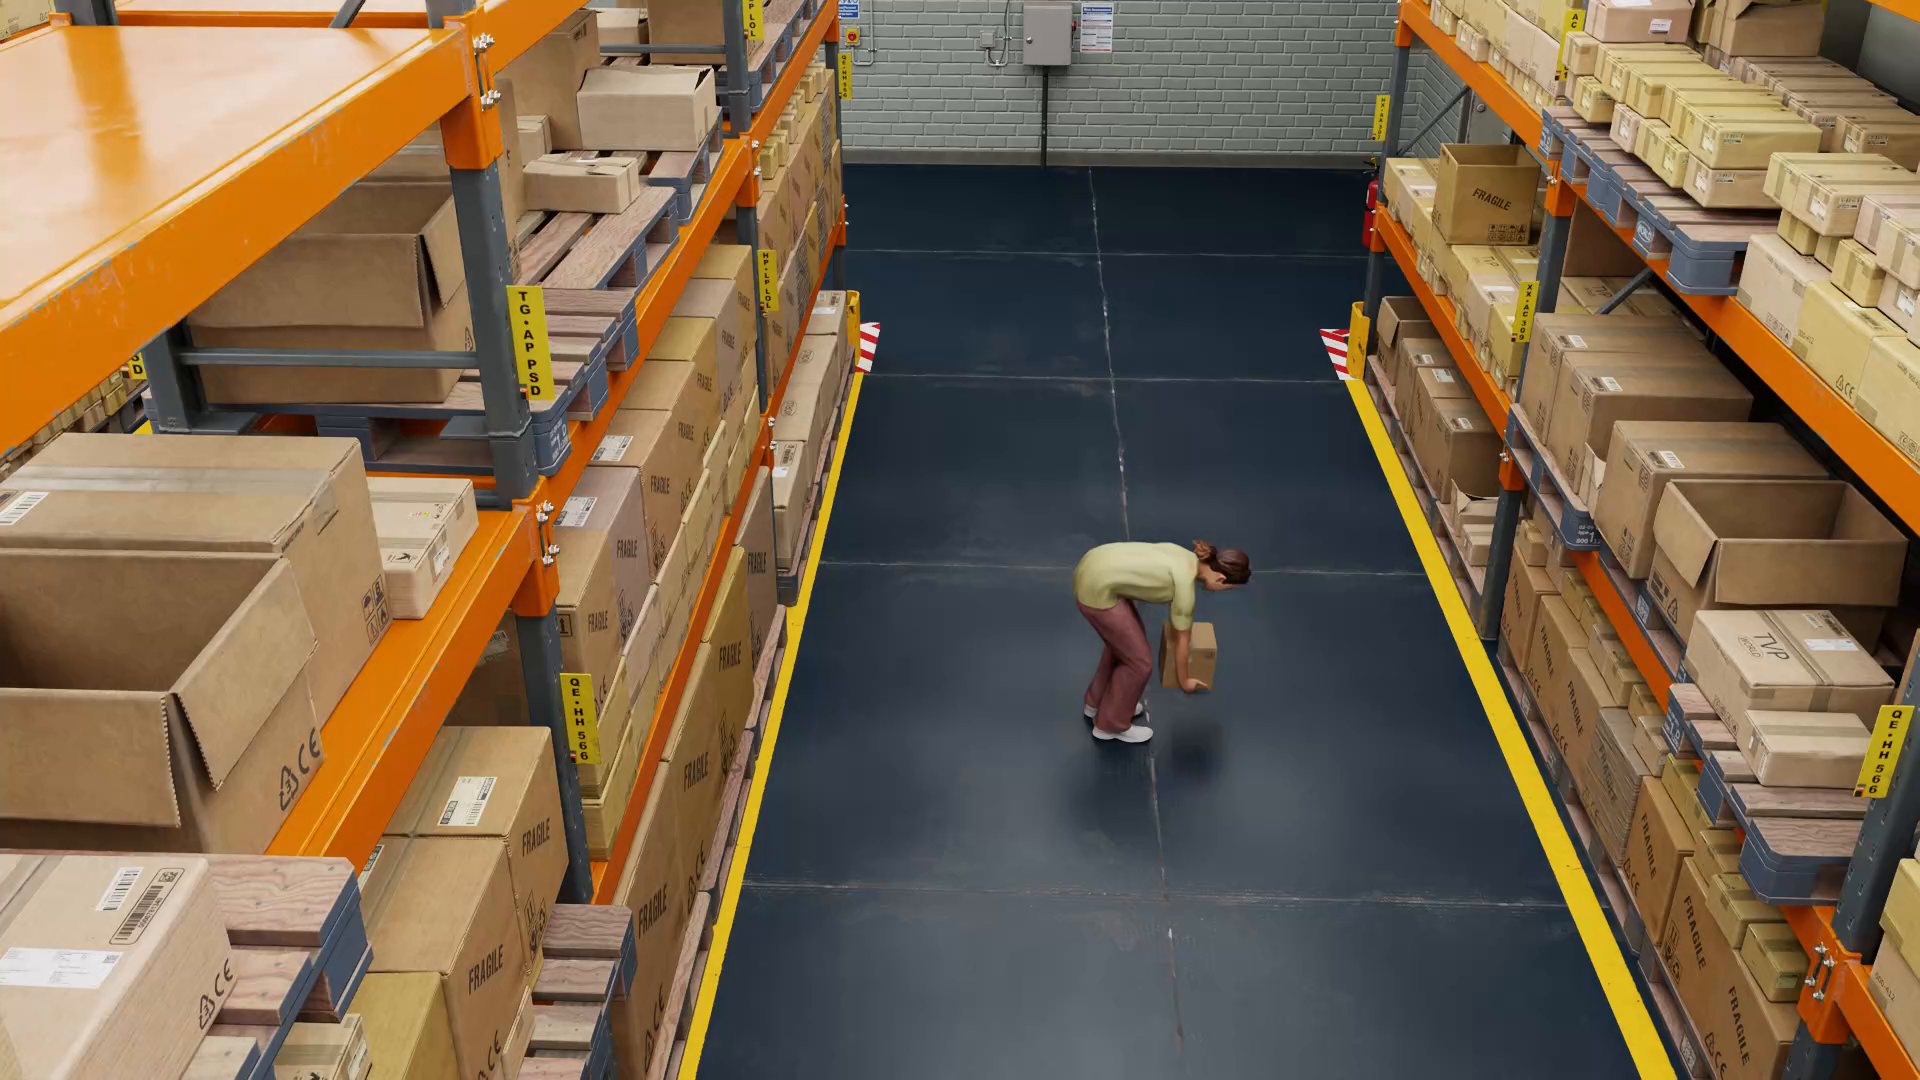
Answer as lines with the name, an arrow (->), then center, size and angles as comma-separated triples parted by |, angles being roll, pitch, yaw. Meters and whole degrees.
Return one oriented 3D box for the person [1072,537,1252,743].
person -> 0.992, 0.484, 8.346 | 0.872, 1.084, 0.423 | 0, 28, 0
